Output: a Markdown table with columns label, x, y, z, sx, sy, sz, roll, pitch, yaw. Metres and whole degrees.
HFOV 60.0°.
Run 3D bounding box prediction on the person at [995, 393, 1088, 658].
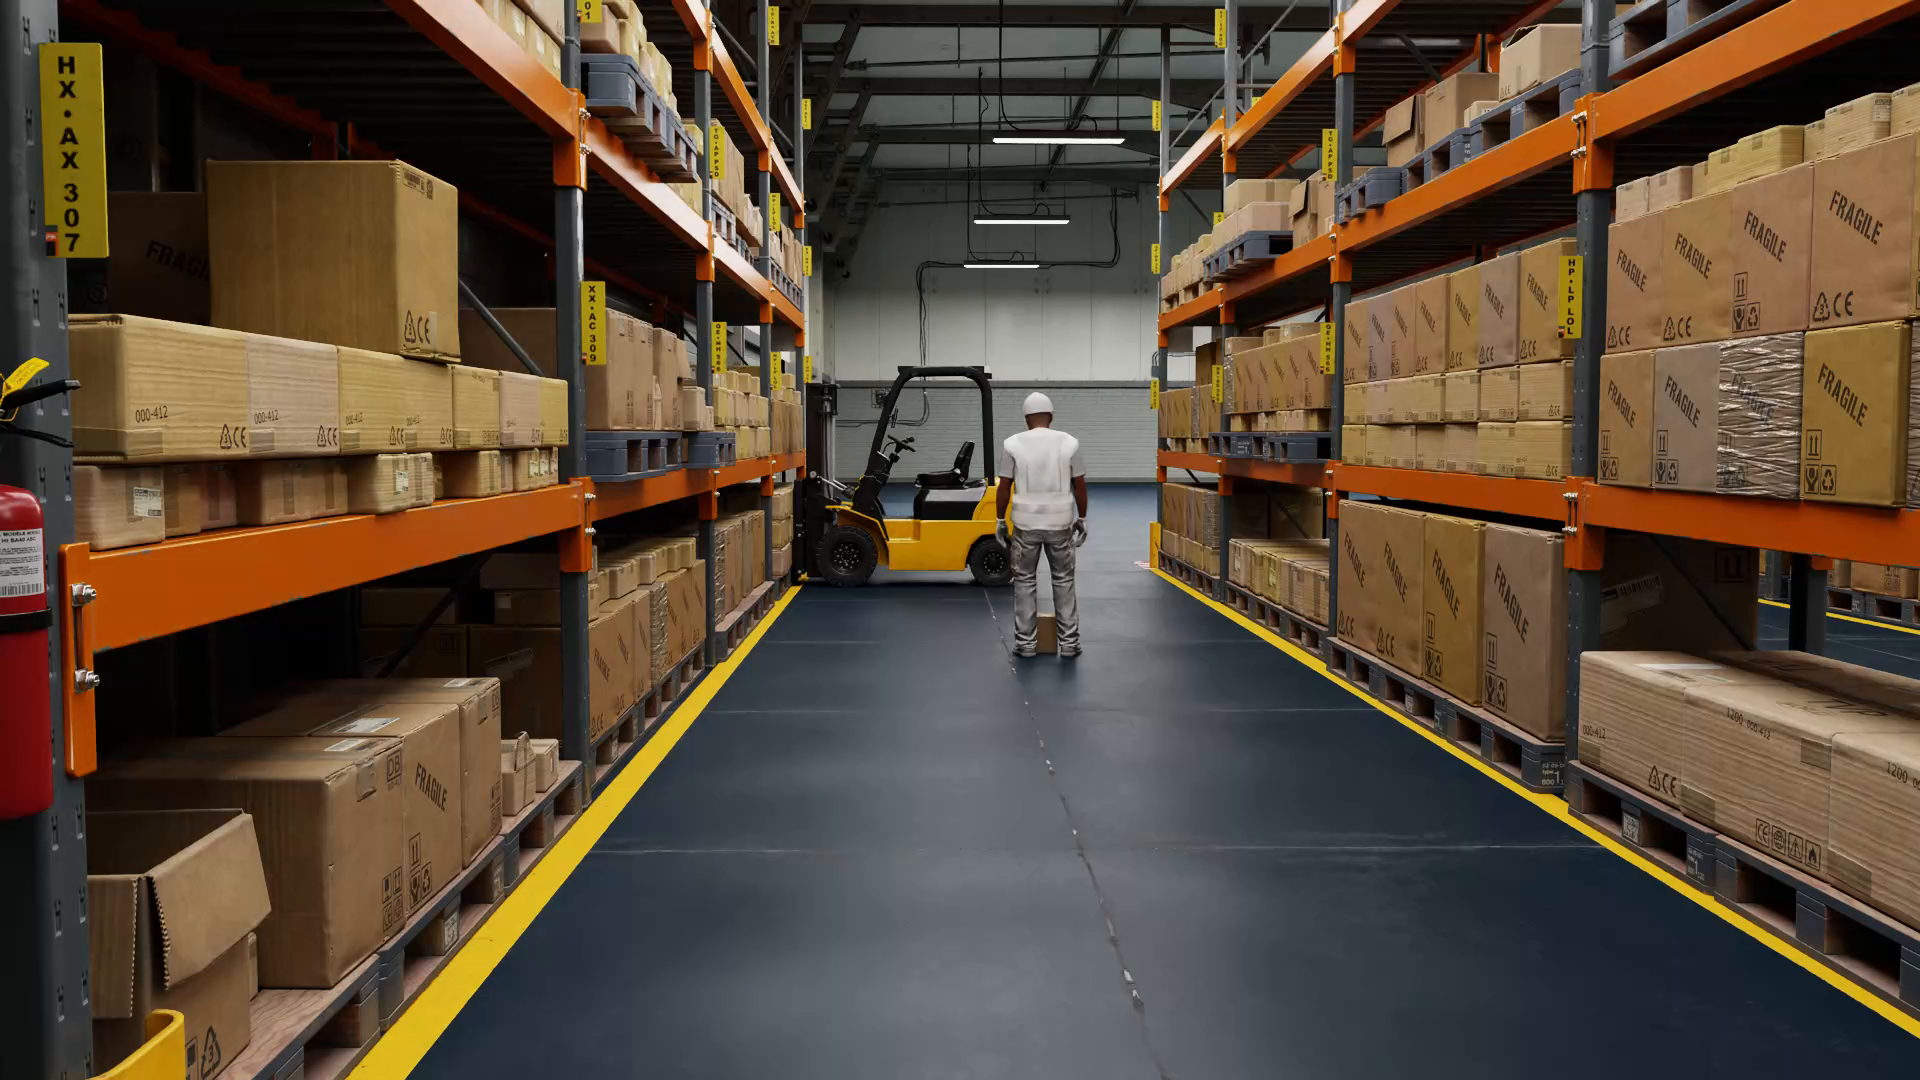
| label | x | y | z | sx | sy | sz | roll | pitch | yaw |
| --- | --- | --- | --- | --- | --- | --- | --- | --- | --- |
| person | 0.552 | -0.104 | 11.213 | 0.629 | 1.774 | 0.453 | 0 | 4 | -3 |
